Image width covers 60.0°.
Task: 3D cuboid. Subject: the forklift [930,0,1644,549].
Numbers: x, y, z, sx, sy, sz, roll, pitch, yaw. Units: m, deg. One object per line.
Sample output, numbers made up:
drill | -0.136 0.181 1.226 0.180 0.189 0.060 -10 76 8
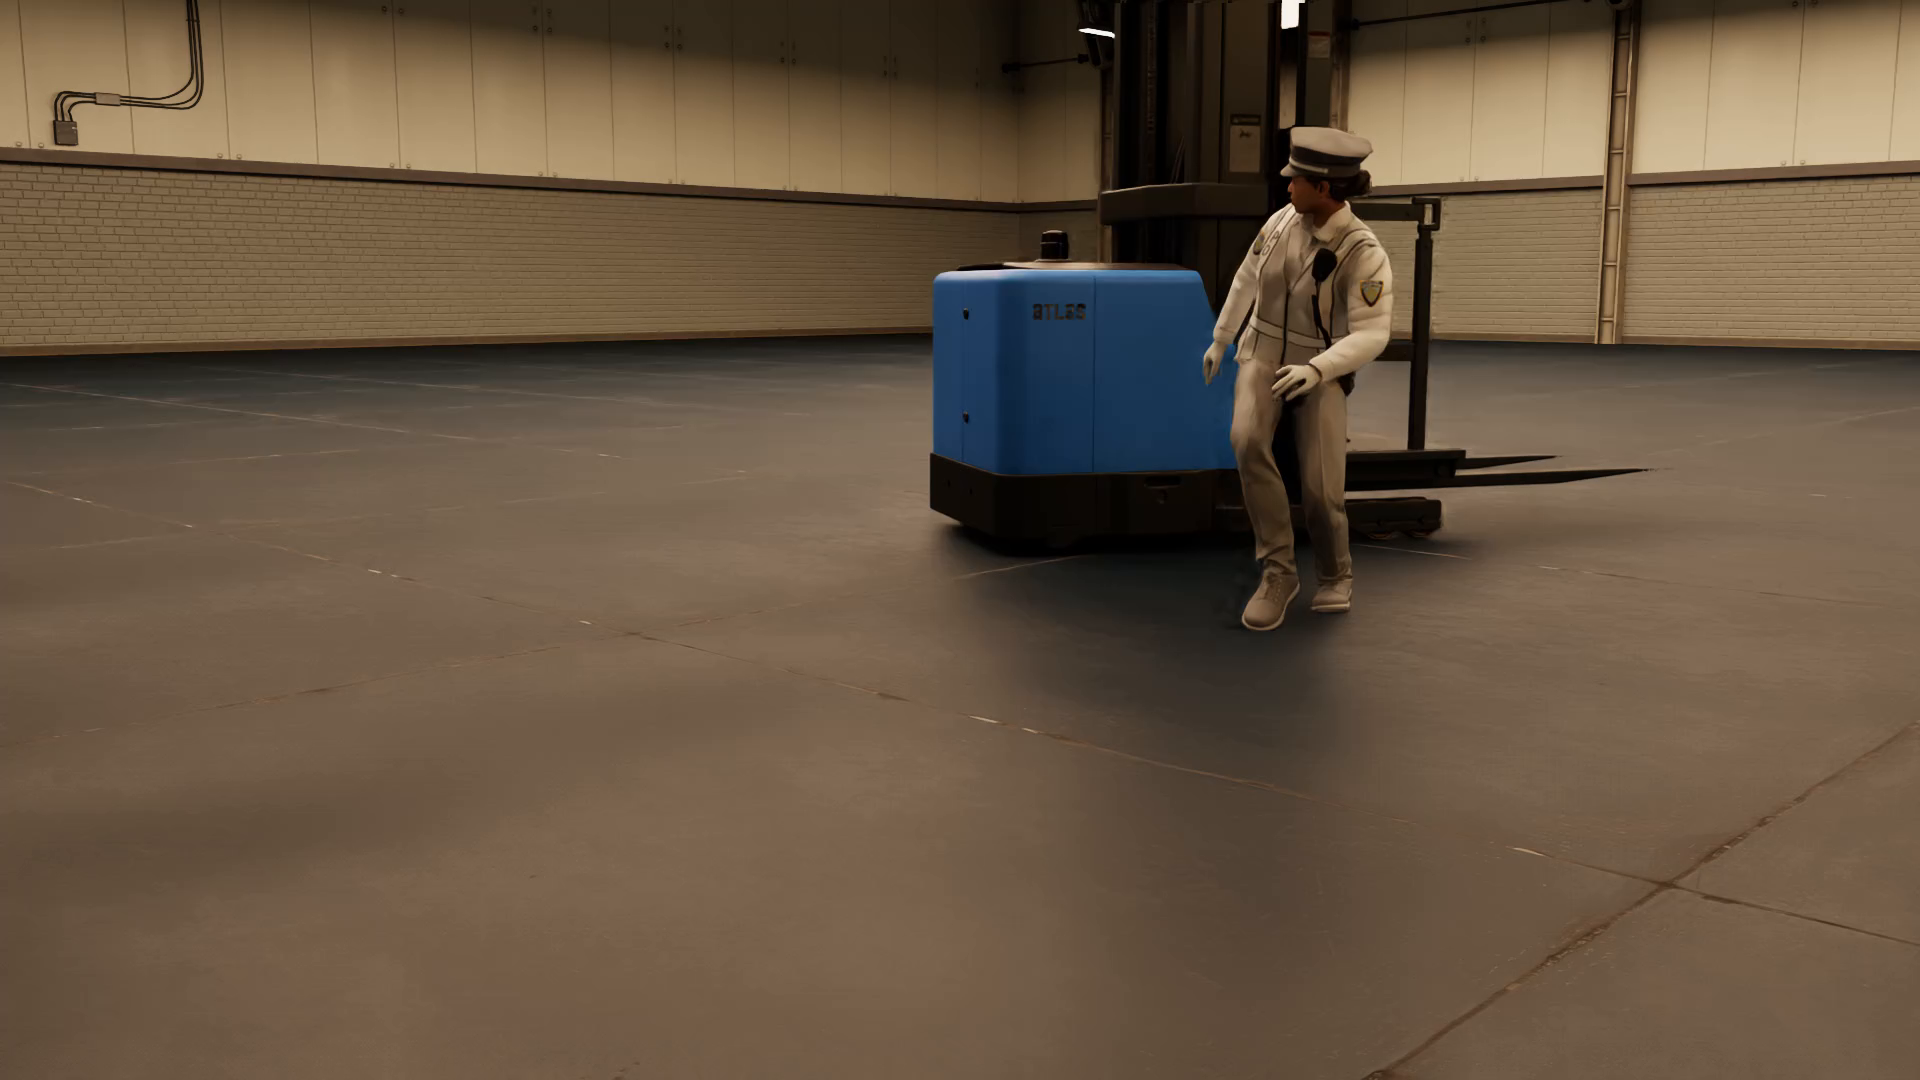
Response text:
forklift | 1.447 -1.518 6.956 3.031 2.935 1.130 -3 9 -17

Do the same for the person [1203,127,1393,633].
person | 0.982 -0.507 5.138 0.700 1.502 0.729 4 10 27
